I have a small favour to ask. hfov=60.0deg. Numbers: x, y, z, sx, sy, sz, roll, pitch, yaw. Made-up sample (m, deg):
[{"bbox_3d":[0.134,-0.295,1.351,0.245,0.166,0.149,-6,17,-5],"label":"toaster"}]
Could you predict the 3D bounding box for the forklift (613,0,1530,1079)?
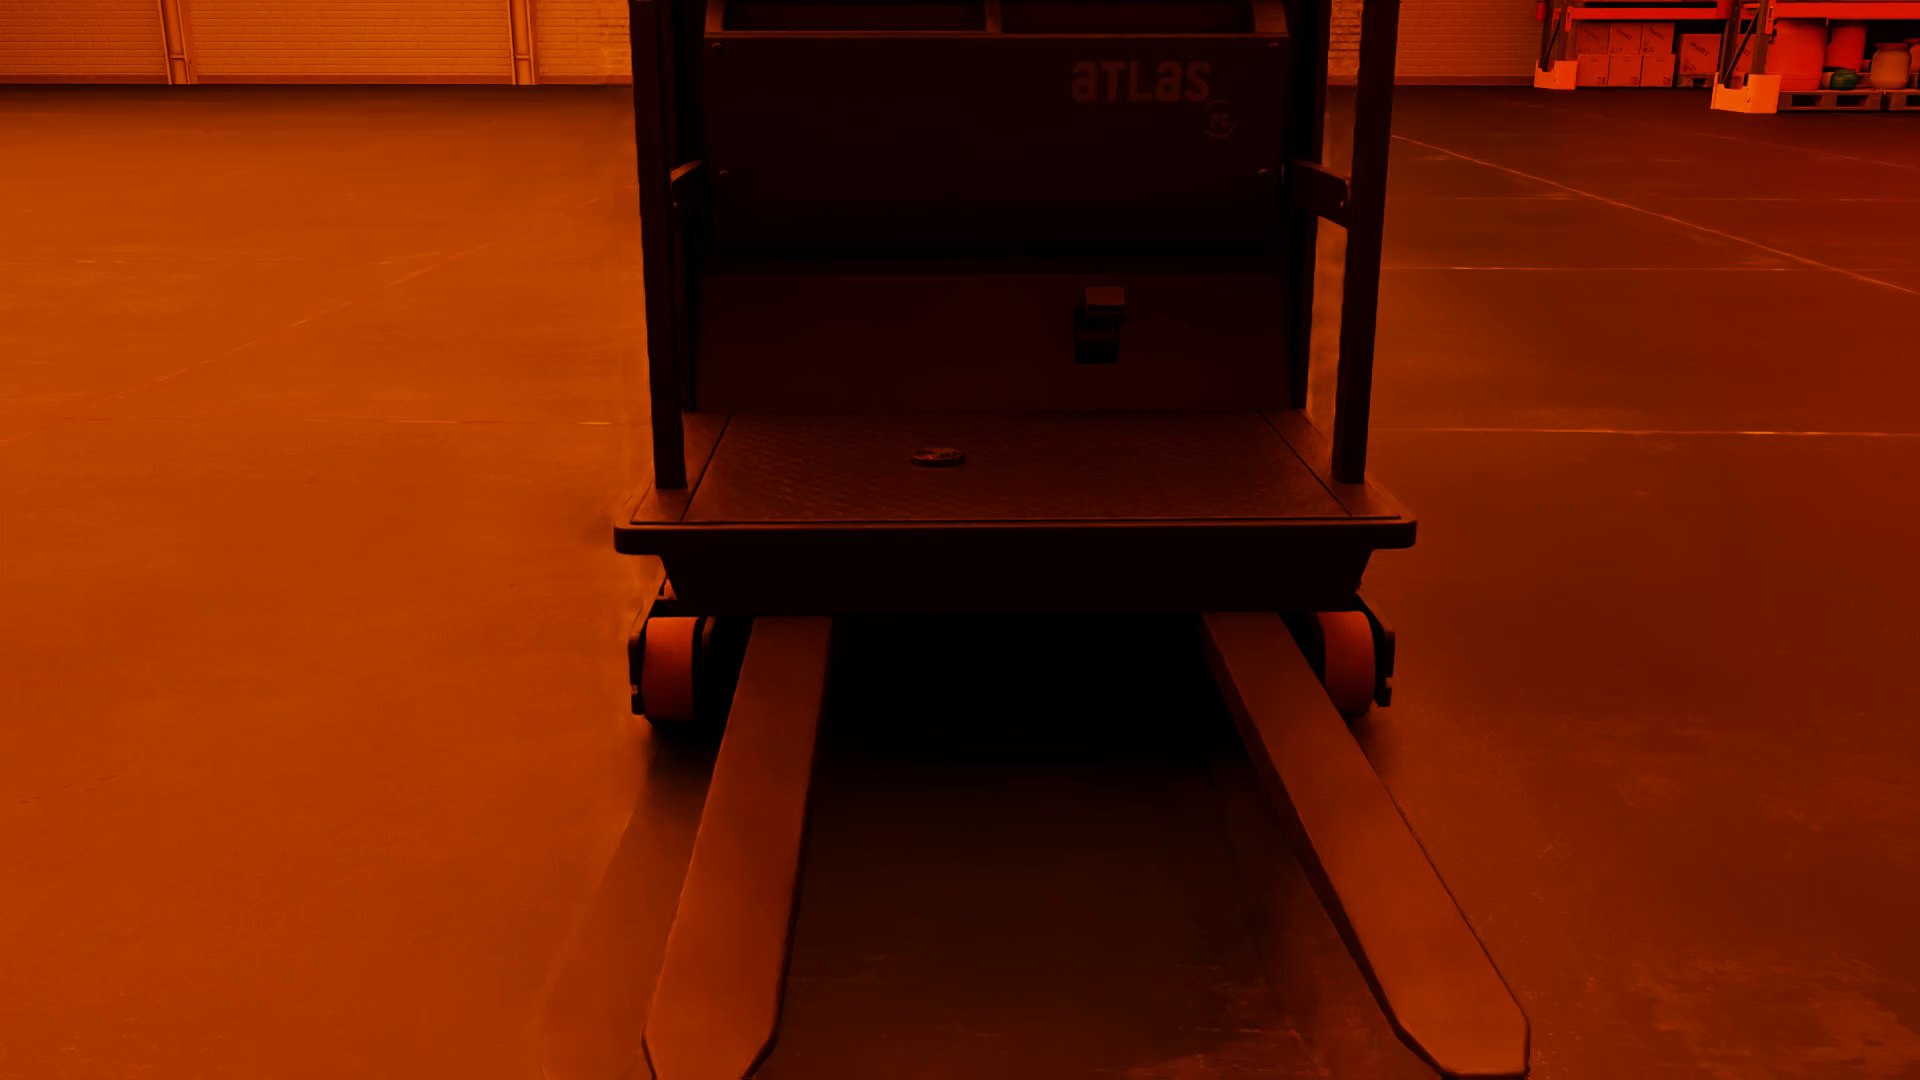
[{"bbox_3d":[0.066,-1.218,2.352,1.130,2.935,3.031,0,17,-1],"label":"forklift"}]
